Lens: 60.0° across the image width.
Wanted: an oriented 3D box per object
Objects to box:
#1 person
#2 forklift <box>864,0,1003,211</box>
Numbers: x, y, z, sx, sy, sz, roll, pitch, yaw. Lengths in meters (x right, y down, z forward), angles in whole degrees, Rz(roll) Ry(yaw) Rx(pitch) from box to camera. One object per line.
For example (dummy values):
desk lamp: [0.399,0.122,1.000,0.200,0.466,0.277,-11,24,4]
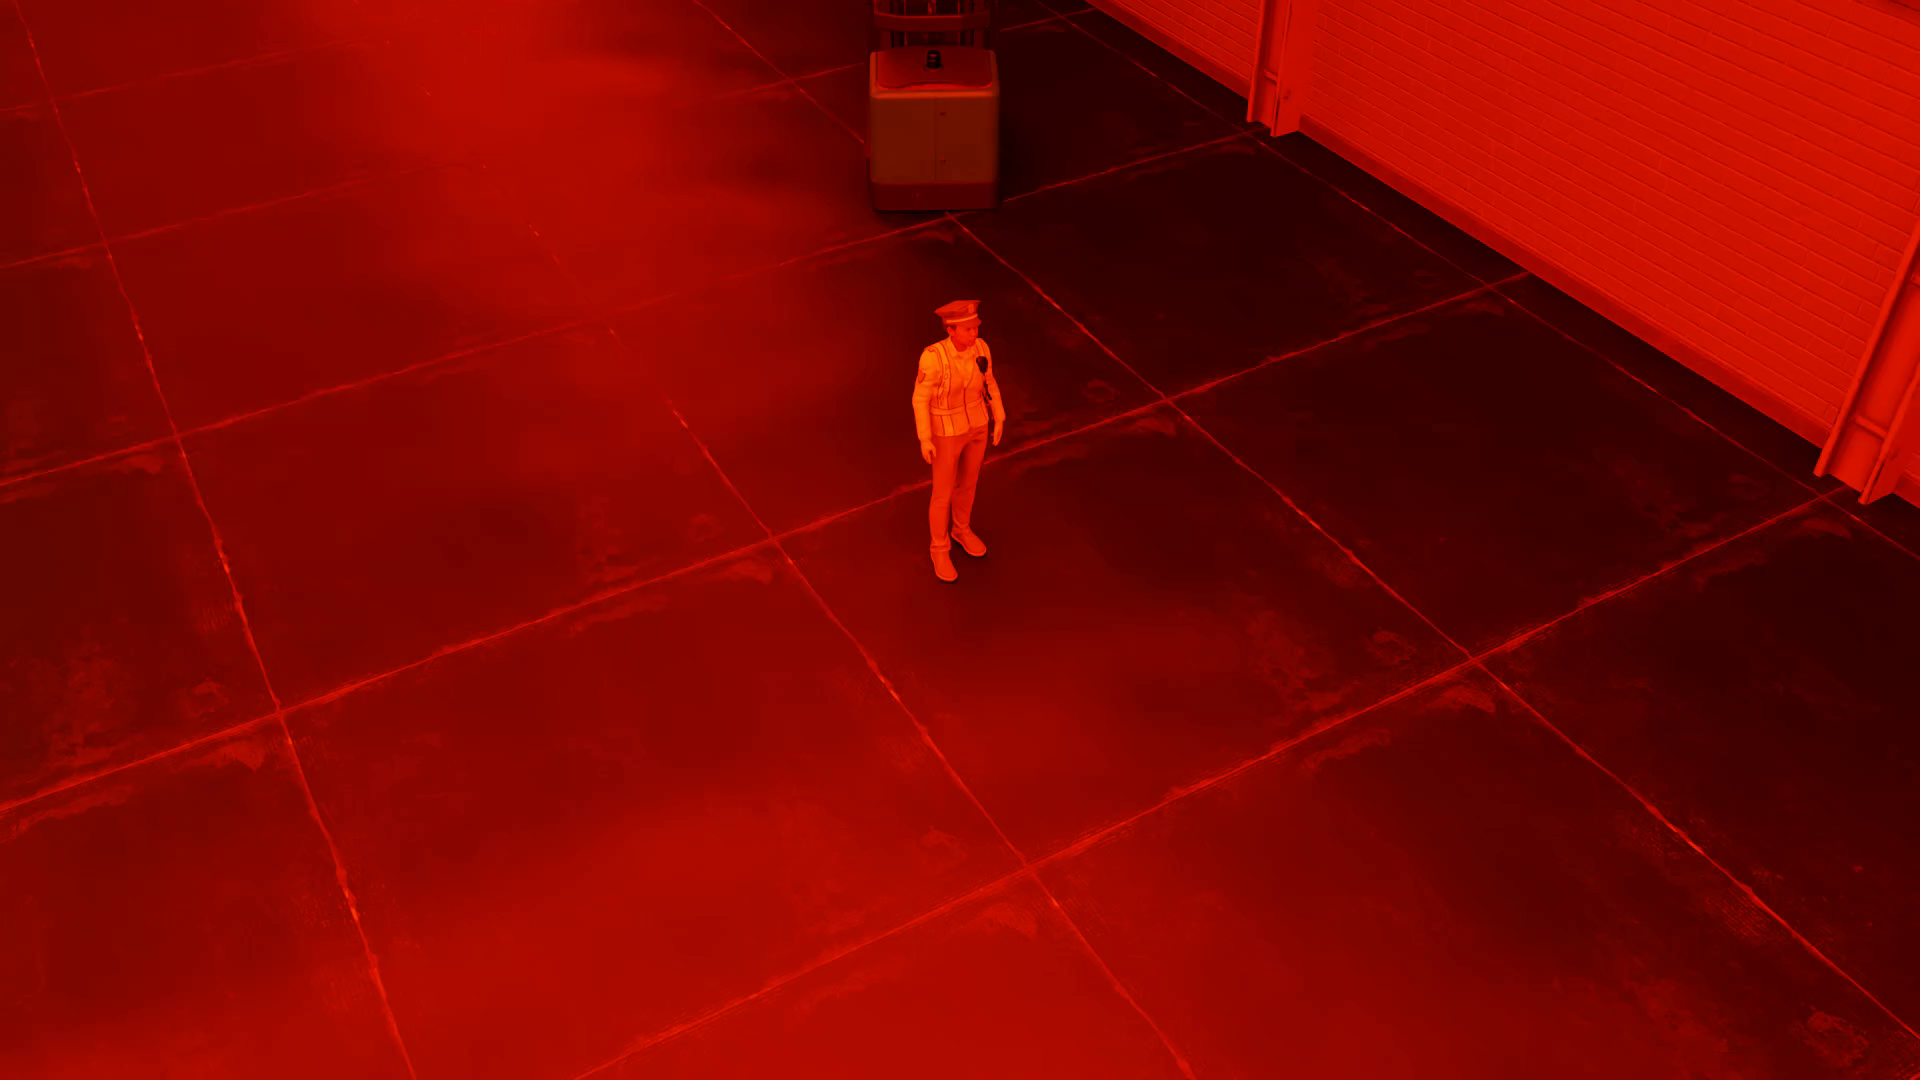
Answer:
person: [0.029,-0.617,9.738,0.586,1.694,0.530,-20,44,-23]
forklift: [-0.247,-4.704,13.707,1.130,2.935,3.031,-1,40,-2]
